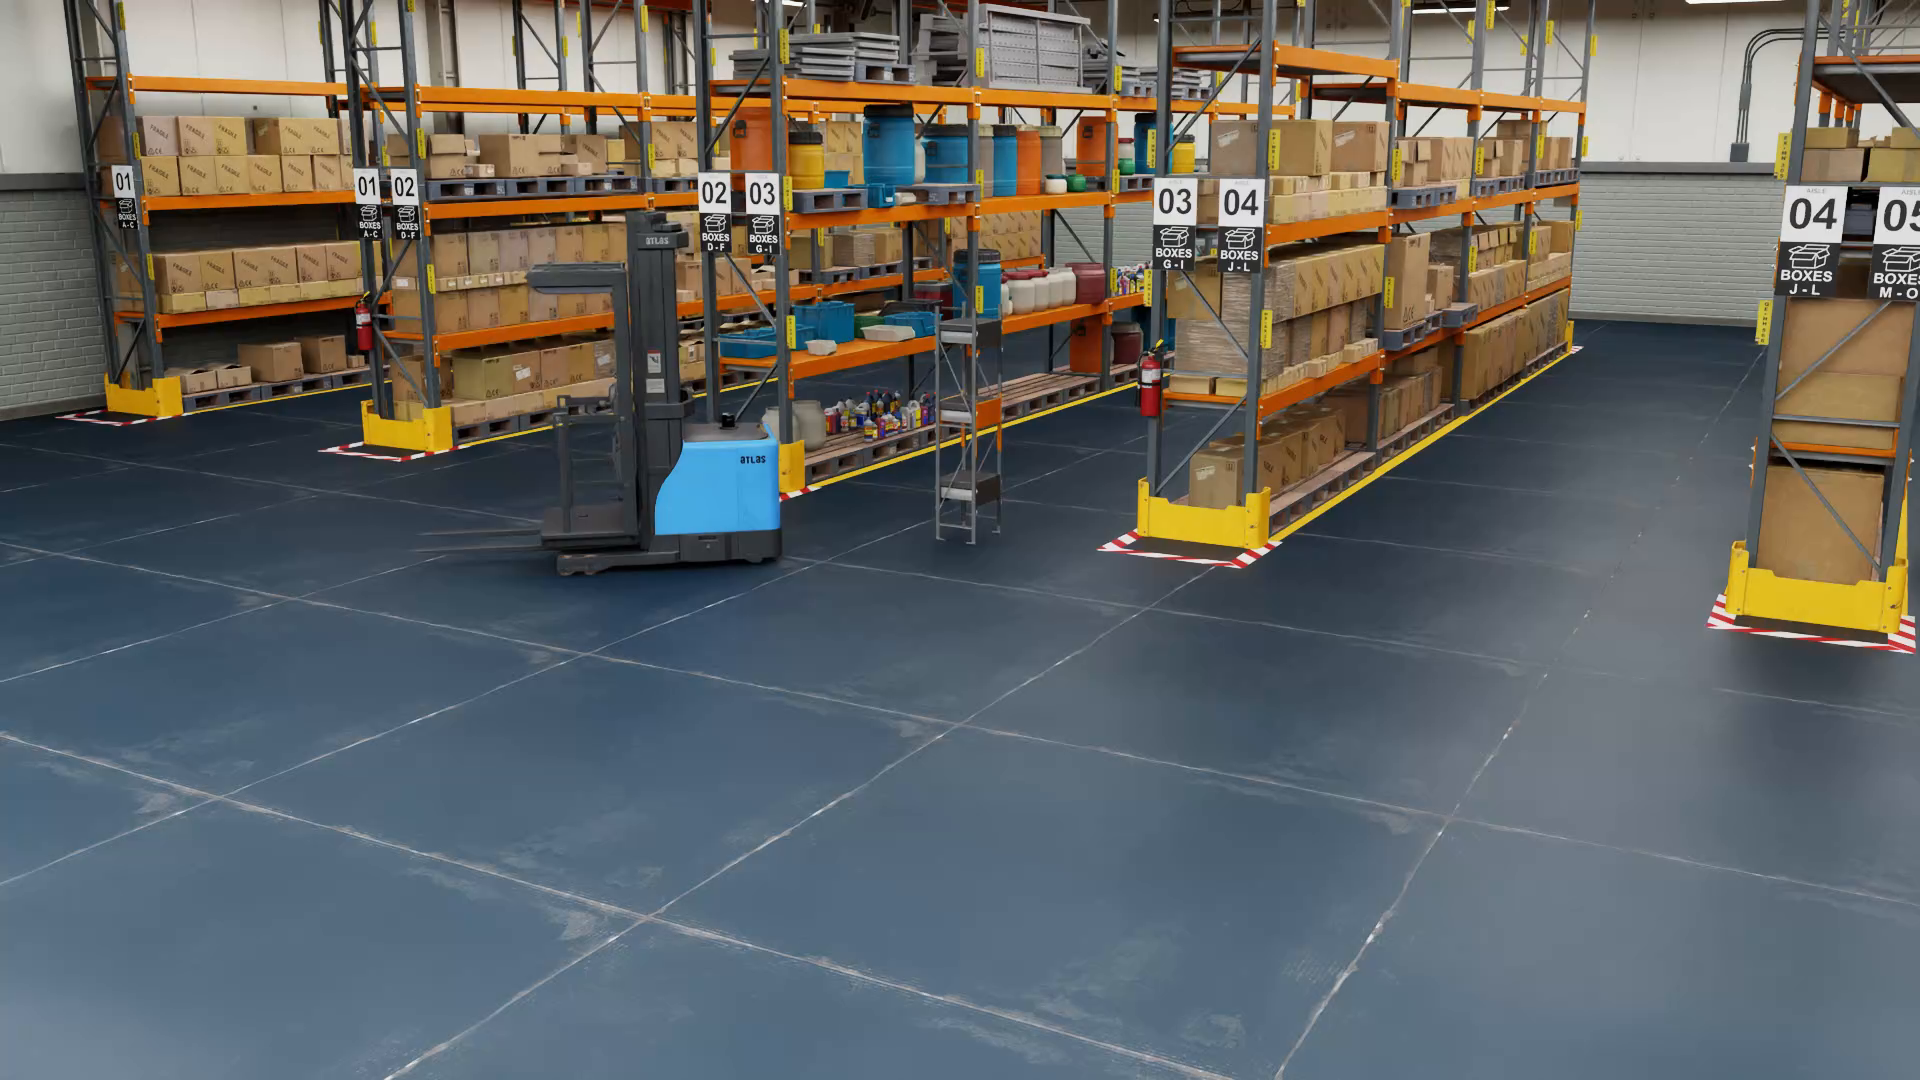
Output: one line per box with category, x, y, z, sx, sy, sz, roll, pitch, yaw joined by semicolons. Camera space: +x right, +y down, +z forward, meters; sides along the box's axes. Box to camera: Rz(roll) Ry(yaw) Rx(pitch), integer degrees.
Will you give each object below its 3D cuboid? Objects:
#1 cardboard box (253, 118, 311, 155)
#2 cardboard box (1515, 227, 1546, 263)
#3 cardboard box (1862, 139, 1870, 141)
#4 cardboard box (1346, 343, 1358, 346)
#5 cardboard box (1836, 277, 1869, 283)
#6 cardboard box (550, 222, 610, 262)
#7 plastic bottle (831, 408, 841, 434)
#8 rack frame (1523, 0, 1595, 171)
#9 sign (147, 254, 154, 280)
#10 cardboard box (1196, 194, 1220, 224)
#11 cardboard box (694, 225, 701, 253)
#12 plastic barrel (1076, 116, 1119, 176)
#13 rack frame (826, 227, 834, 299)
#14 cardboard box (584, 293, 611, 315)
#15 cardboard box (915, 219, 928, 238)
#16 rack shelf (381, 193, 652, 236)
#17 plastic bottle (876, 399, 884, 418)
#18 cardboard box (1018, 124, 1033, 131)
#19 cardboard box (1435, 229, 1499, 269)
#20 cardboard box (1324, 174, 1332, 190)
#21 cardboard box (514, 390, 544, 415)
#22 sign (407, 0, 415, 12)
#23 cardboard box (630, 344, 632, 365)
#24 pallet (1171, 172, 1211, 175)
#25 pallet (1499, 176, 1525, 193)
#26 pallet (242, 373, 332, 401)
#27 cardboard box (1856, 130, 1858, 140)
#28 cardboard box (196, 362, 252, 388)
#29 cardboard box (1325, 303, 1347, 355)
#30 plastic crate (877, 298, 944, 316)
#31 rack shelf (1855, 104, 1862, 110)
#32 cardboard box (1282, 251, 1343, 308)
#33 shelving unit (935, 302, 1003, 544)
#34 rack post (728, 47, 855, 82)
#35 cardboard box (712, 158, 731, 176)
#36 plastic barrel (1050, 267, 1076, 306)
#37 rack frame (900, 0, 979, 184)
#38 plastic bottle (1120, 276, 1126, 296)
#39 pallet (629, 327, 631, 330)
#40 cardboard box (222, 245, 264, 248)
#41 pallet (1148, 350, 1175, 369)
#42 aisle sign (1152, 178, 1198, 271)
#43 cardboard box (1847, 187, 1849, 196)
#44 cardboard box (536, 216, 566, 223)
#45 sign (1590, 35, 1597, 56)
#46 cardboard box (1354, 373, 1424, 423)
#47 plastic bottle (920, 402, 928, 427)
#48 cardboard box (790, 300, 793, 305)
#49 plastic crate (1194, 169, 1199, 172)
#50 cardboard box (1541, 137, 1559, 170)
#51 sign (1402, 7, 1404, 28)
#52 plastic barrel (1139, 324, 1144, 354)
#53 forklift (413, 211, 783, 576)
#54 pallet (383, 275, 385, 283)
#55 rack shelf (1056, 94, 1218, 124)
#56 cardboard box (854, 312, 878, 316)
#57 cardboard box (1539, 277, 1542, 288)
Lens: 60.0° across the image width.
cardboard box;-9.420;-5.608;23.107;0.500;0.500;0.500;7;15;26
cardboard box;8.660;-4.525;25.486;0.500;0.500;0.500;7;15;28
cardboard box;10.522;-4.614;19.524;0.396;0.266;0.258;7;15;28
cardboard box;3.943;-1.983;17.396;0.380;0.149;0.250;7;15;28
cardboard box;7.382;-1.890;13.849;0.875;0.550;0.500;7;15;28
cardboard box;-5.030;-3.884;21.764;0.700;0.500;0.500;7;15;28
plastic bottle;-1.433;-1.375;19.192;0.061;0.283;0.133;7;15;28
rack frame;9.894;-7.656;27.589;1.000;3.000;0.127;7;15;28
sign;-10.374;-3.500;21.304;0.100;0.325;0.005;7;15;28
cardboard box;2.170;-2.970;14.872;0.500;0.250;0.500;8;16;29
cardboard box;-5.051;-5.682;31.312;0.500;0.500;0.500;7;15;27
plastic barrel;1.968;-5.647;23.843;0.600;0.830;0.708;7;15;28
rack frame;-3.115;-6.423;35.276;1.000;3.000;0.127;7;15;28
cardboard box;-5.036;-3.249;21.895;0.700;0.500;0.500;7;15;27
cardboard box;-0.692;-5.710;29.970;0.500;0.500;0.500;7;15;28
rack shelf;-5.544;-4.099;20.770;1.077;0.370;4.000;7;15;28
plastic bottle;-0.961;-1.564;20.004;0.097;0.271;0.097;0;14;0
cardboard box;0.989;-7.748;32.026;0.700;0.500;0.500;7;15;28
cardboard box;7.030;-4.054;23.097;0.797;0.503;0.637;8;16;30
cardboard box;3.348;-3.441;15.975;0.380;0.149;0.250;7;15;26
cardboard box;-5.577;-1.738;20.812;0.500;0.250;0.500;7;15;28
sign;-6.028;-5.963;18.238;0.100;0.325;0.005;7;15;28
cardboard box;-4.633;-2.656;23.426;0.500;0.311;0.500;7;15;28
pallet;3.331;-5.674;26.174;1.213;0.211;1.003;7;15;28
pallet;7.560;-5.090;23.756;0.805;0.209;1.217;7;15;26
pallet;-9.798;-2.212;23.760;1.003;0.211;1.213;7;15;28
cardboard box;7.545;-3.479;14.388;0.380;0.149;0.250;7;15;27
cardboard box;-10.161;-2.296;22.955;0.500;0.311;0.500;9;16;33
cardboard box;3.395;-2.173;16.798;0.875;0.500;0.500;7;15;28
plastic crate;-0.608;-2.716;20.030;0.767;0.338;0.504;7;15;28
rack shelf;13.220;-6.312;23.555;1.077;0.370;4.000;7;15;28
cardboard box;3.388;-2.526;16.129;0.500;0.500;0.500;7;15;28
shelving unit;0.080;-1.055;14.928;0.431;2.100;0.503;7;15;28
rack post;-1.700;-4.832;16.943;0.937;0.300;0.954;9;16;34
cardboard box;-3.600;-5.375;23.954;0.500;0.250;0.500;6;15;23
plastic barrel;1.380;-3.478;22.823;0.421;0.512;0.421;0;14;0
rack frame;-0.243;-5.755;19.705;1.000;3.000;0.127;7;15;28
plastic bottle;2.381;-3.717;24.300;0.061;0.283;0.133;7;15;28
pallet;-5.944;-3.829;30.465;1.003;0.211;1.213;7;15;28
cardboard box;-10.066;-3.875;23.383;0.500;0.500;0.500;8;16;29
pallet;3.215;-2.971;26.906;1.003;0.211;1.213;7;15;28
aisle sign;1.866;-2.742;14.460;0.394;0.787;0.004;7;15;28
cardboard box;7.177;-2.935;13.836;0.380;0.149;0.250;8;16;29
cardboard box;-6.990;-5.472;28.839;0.500;0.250;0.500;8;16;30
sign;10.362;-8.084;27.203;0.100;0.325;0.005;7;15;28
cardboard box;5.195;-1.725;20.182;0.700;0.500;0.500;9;16;33
plastic bottle;-0.437;-1.490;19.670;0.061;0.283;0.133;9;16;32
cardboard box;-3.850;-5.051;34.023;0.700;0.500;0.500;7;15;26
plastic crate;3.785;-6.080;27.809;0.416;0.233;0.300;7;15;28
cardboard box;8.927;-6.047;25.992;0.700;0.500;0.500;8;16;30
sign;5.539;-6.608;20.911;0.100;0.325;0.005;7;15;28
plastic barrel;2.653;-3.114;25.962;0.421;0.512;0.421;0;14;0
forklift;-3.087;-1.263;14.018;3.031;2.935;1.130;-3;14;-11
pallet;-8.419;-4.008;25.668;1.003;0.211;1.213;7;15;28
rack shelf;2.657;-6.442;24.942;1.077;0.370;4.000;7;15;28
cardboard box;-1.679;-3.491;27.510;0.500;0.500;0.500;7;15;27
cardboard box;8.774;-3.982;25.686;0.380;0.149;0.250;7;15;27
